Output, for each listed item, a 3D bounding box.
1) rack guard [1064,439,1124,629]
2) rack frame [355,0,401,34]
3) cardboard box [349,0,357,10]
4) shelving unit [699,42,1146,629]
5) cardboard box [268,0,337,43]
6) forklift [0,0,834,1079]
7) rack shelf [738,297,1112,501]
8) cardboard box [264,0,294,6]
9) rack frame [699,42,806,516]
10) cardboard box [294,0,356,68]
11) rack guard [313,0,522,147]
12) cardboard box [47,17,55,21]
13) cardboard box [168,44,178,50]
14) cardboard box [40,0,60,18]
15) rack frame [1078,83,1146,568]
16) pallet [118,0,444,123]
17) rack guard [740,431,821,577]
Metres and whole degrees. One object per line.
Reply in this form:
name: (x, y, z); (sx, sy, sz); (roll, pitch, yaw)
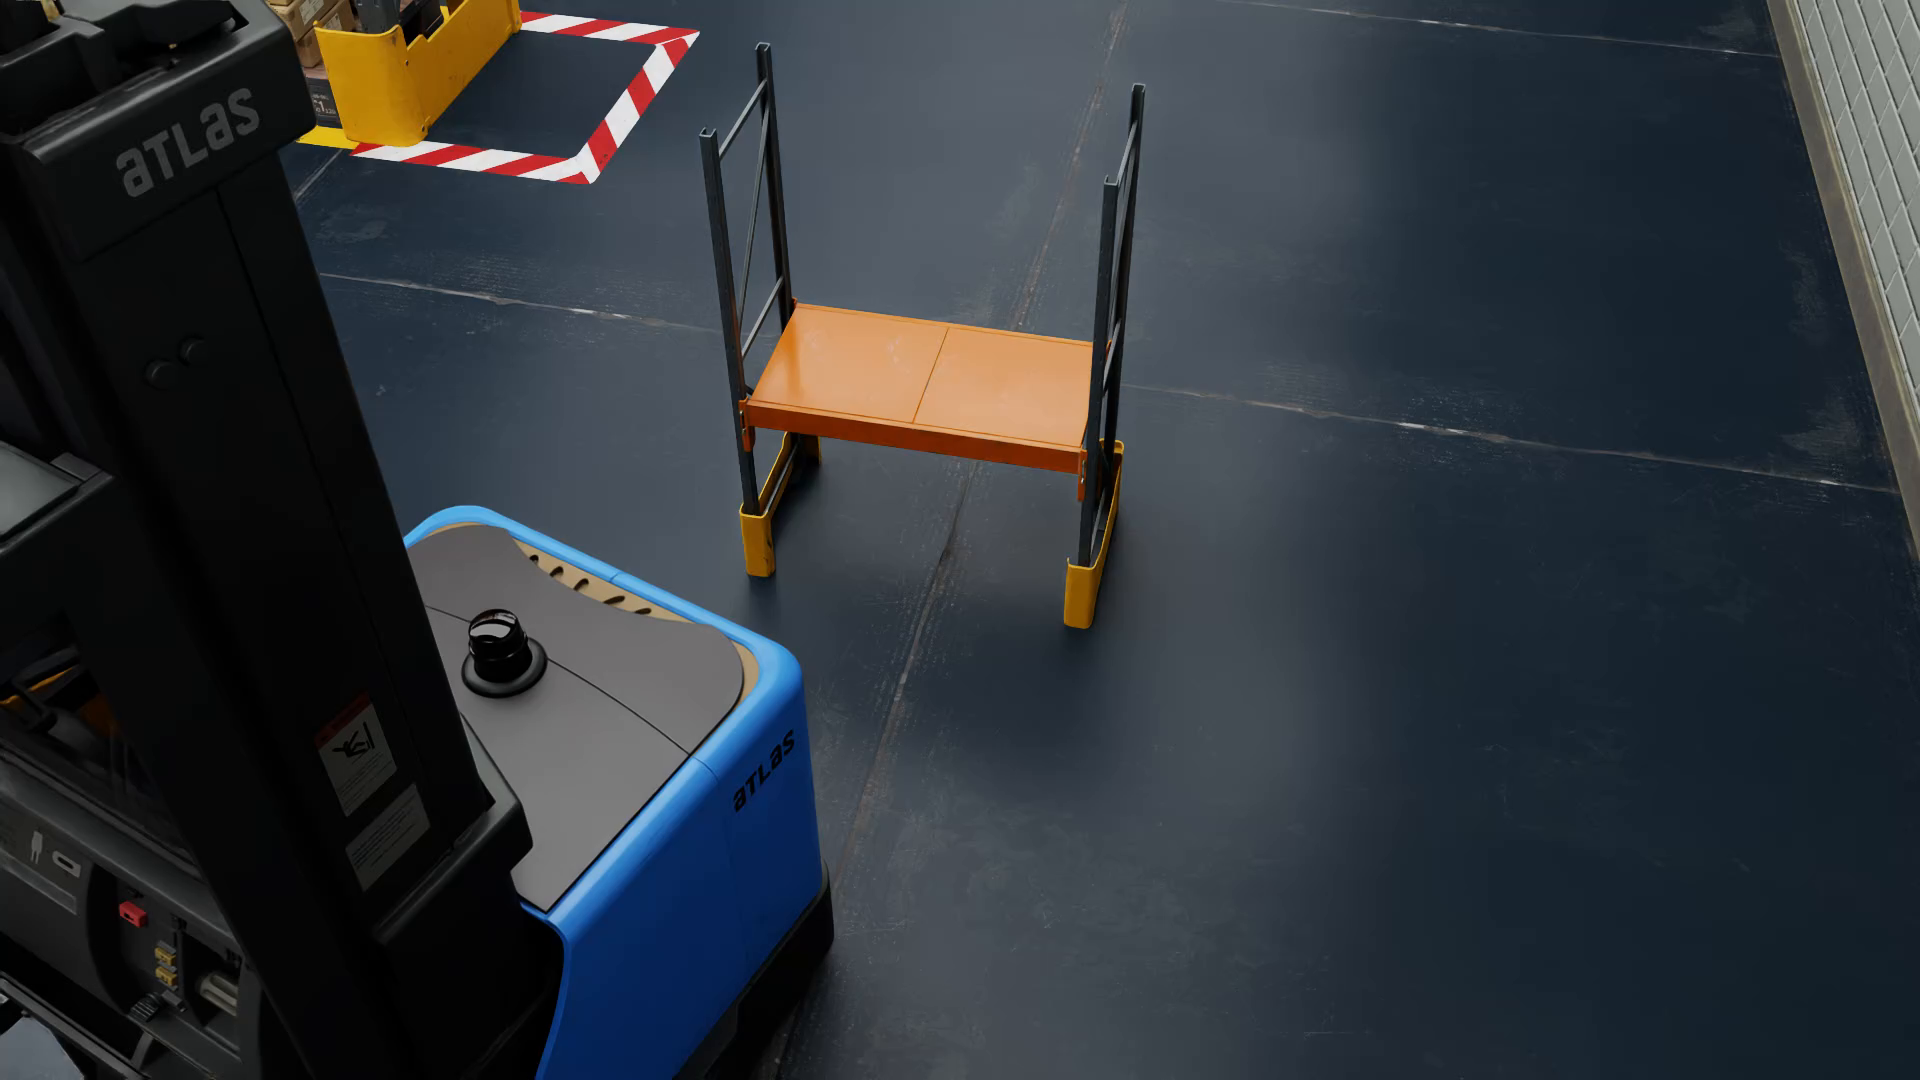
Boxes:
rack guard: (0.412, -0.026, 5.097); (0.087, 0.250, 0.587); (9, 45, 9)
rack frame: (-2.244, -3.125, 6.334); (0.127, 3.000, 1.000); (9, 45, 9)
cardboard box: (-2.686, -2.545, 7.484); (0.250, 0.149, 0.380); (10, 45, 10)
shelving unit: (-0.074, -0.552, 4.742); (1.083, 1.500, 0.587); (9, 45, 9)
cardboard box: (-2.822, -2.243, 6.956); (0.250, 0.149, 0.380); (8, 44, 8)
forklift: (-1.502, 0.662, 2.448); (1.130, 2.935, 3.031); (23, 48, 22)
rack shelf: (-0.083, -0.424, 4.868); (1.000, 0.185, 0.538); (9, 45, 9)
cardboard box: (-2.816, -2.372, 6.875); (0.250, 0.149, 0.380); (9, 45, 10)
rack frame: (-0.579, -0.630, 4.823); (0.032, 1.500, 0.500); (9, 45, 9)
cardboard box: (-2.804, -2.188, 7.113); (0.250, 0.149, 0.380); (10, 45, 10)
rack guard: (-2.319, -2.236, 7.212); (0.348, 0.500, 1.175); (9, 45, 9)
cardboard box: (-3.822, -2.281, 7.210); (0.250, 0.149, 0.380); (7, 44, 7)
cardboard box: (-3.316, -2.256, 7.184); (0.250, 0.149, 0.380); (9, 45, 9)
cardboard box: (-3.837, -2.390, 7.109); (0.250, 0.149, 0.380); (9, 45, 10)
rack frame: (0.413, -0.476, 4.663); (0.032, 1.500, 0.500); (9, 45, 9)
pallet: (-3.104, -2.279, 7.465); (1.213, 0.211, 1.003); (9, 45, 9)
rack guard: (-0.560, -0.177, 5.254); (0.087, 0.250, 0.587); (9, 45, 9)
